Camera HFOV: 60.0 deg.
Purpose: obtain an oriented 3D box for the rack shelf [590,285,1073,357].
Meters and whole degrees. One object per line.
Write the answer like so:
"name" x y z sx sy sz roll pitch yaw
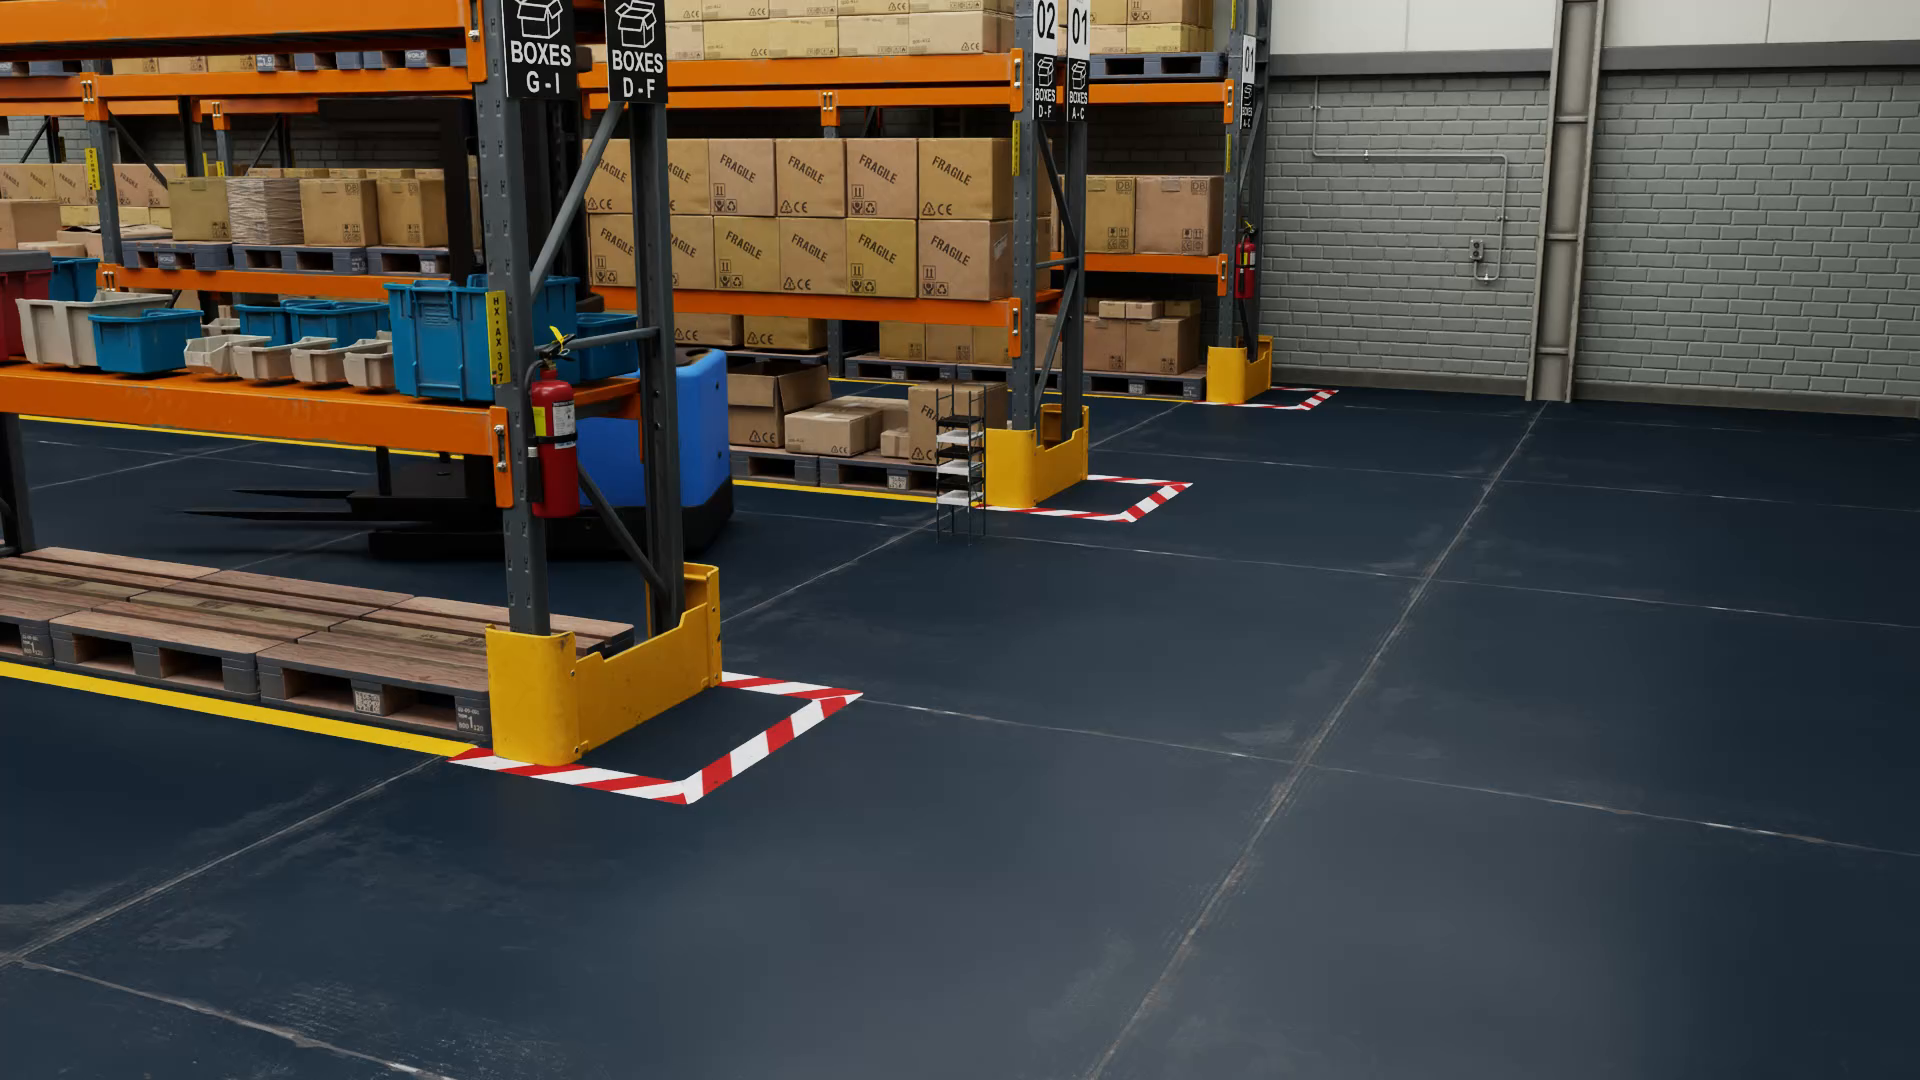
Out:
"rack shelf" -1.243 -1.621 11.670 4.000 0.370 1.077 6 14 23

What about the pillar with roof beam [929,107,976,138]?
"pillar with roof beam" -1.821 -5.328 12.764 0.400 9.000 9.100 6 14 23

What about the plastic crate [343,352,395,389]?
"plastic crate" -2.243 -0.690 6.576 0.243 0.136 0.396 6 14 23

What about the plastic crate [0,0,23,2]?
"plastic crate" -4.056 -2.346 6.908 0.590 0.269 0.497 6 14 23

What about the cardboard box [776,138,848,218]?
"cardboard box" -0.870 -2.399 11.003 0.500 0.500 0.500 6 15 25

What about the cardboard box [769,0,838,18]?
"cardboard box" -0.900 -3.504 10.790 0.500 0.250 0.500 6 14 23

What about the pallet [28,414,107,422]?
"pallet" -7.465 -1.253 14.632 1.213 0.211 1.003 6 14 23

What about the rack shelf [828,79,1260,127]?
"rack shelf" 0.760 -4.116 15.738 4.000 0.370 1.077 6 14 23

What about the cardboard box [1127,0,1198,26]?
"cardboard box" 1.809 -4.837 14.785 0.500 0.500 0.500 6 14 23

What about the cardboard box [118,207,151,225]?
"cardboard box" -9.857 -3.940 20.263 0.500 0.250 0.500 6 14 23

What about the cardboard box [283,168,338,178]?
"cardboard box" -7.423 -4.087 19.423 0.500 0.500 0.700 7 15 29

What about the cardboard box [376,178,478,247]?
"cardboard box" -4.068 -2.550 12.918 0.500 0.500 0.700 8 16 32

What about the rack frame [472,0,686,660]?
"rack frame" -1.424 -0.752 6.392 0.127 3.000 1.000 6 14 23

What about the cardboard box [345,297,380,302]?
"cardboard box" -6.760 -2.771 19.506 0.500 0.500 0.700 6 14 24

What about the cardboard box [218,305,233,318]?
"cardboard box" -8.884 -2.809 20.400 0.250 0.166 0.380 4 14 16

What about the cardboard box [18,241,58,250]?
"cardboard box" -7.917 -2.510 14.436 0.250 0.149 0.380 7 15 27

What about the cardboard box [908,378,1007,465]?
"cardboard box" -0.011 -0.782 11.030 0.500 0.500 0.500 6 14 23

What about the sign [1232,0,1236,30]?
"sign" 2.357 -4.562 14.298 0.005 0.325 0.100 6 14 23

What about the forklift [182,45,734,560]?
"forklift" -2.910 -1.437 9.461 3.031 2.935 1.130 0 13 2

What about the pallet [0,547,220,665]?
"pallet" -4.393 0.296 8.032 1.213 0.211 1.003 6 14 23

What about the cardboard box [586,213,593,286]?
"cardboard box" -2.716 -2.101 11.922 0.500 0.500 0.500 6 15 25

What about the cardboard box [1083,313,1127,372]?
"cardboard box" 1.451 -1.899 15.832 0.500 0.500 0.700 6 14 23

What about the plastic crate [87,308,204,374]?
"plastic crate" -3.405 -0.836 6.986 0.300 0.233 0.416 6 14 23

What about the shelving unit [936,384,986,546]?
"shelving unit" 0.007 -0.437 9.649 0.210 0.900 0.258 6 14 23

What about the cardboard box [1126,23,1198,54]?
"cardboard box" 1.812 -4.474 14.878 0.500 0.250 0.500 6 15 25

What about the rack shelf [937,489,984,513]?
"rack shelf" 0.007 -0.230 9.698 0.200 0.077 0.258 6 14 23

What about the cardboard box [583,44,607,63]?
"cardboard box" -2.271 -3.399 11.438 0.500 0.250 0.500 6 14 23

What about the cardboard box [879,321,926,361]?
"cardboard box" -0.426 -2.088 16.639 0.500 0.500 0.700 6 14 24

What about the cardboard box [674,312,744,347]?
"cardboard box" -2.529 -2.463 17.474 0.750 0.750 0.750 6 15 25

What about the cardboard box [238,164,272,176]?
"cardboard box" -8.728 -4.320 20.243 0.500 0.500 0.500 5 14 22

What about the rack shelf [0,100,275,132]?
"rack shelf" -10.211 -5.226 20.470 4.000 0.370 1.077 6 14 23

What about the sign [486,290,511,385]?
"sign" -1.632 -0.715 5.877 0.005 0.325 0.100 6 14 23

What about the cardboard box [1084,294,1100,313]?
"cardboard box" 1.179 -2.292 16.087 0.250 0.149 0.380 6 14 24

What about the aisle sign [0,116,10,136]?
"aisle sign" -12.227 -5.511 20.984 0.004 0.787 0.394 6 14 23

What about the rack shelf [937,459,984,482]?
"rack shelf" 0.007 -0.405 9.656 0.200 0.077 0.258 6 14 23

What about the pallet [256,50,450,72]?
"pallet" -4.588 -3.695 12.781 1.003 0.211 1.213 6 14 23

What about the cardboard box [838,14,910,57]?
"cardboard box" -0.443 -3.214 10.649 0.500 0.250 0.500 6 14 23

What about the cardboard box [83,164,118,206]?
"cardboard box" -10.331 -4.354 20.387 0.500 0.500 0.500 6 15 25

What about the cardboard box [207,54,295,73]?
"cardboard box" -5.374 -3.906 13.052 0.500 0.500 0.910 6 14 23

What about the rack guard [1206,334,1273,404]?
"rack guard" 2.611 -1.602 15.486 0.348 0.500 1.175 6 14 23

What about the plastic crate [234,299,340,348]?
"plastic crate" -2.994 -0.941 7.432 0.300 0.233 0.416 6 14 23

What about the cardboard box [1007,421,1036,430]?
"cardboard box" 0.342 -0.723 11.546 0.250 0.149 0.380 6 14 23

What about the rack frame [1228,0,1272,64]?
"rack frame" 2.589 -5.742 14.525 0.127 3.000 1.000 6 14 23

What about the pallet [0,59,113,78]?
"pallet" -7.385 -3.939 13.821 1.003 0.211 1.213 7 15 26

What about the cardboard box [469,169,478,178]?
"cardboard box" -5.159 -3.865 18.480 0.500 0.500 0.700 4 14 17

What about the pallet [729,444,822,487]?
"pallet" -1.324 -0.622 11.944 1.213 0.211 1.003 6 14 23

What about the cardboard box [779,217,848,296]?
"cardboard box" -0.863 -1.914 11.125 0.500 0.500 0.500 6 14 24

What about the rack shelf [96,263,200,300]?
"rack shelf" -8.557 -2.361 14.825 4.000 0.370 1.077 6 14 23

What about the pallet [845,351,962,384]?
"pallet" -0.405 -1.747 16.737 1.213 0.211 1.003 6 14 23

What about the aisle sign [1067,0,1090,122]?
"aisle sign" 0.767 -3.107 10.737 0.004 0.787 0.394 6 14 23

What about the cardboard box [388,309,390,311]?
"cardboard box" -4.788 -1.753 13.526 0.500 0.250 0.500 5 14 22

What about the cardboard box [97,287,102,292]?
"cardboard box" -10.922 -3.071 21.199 0.500 0.311 0.500 7 15 28

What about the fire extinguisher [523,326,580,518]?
"fire extinguisher" -1.470 -0.424 5.979 0.183 0.674 0.296 6 14 23
